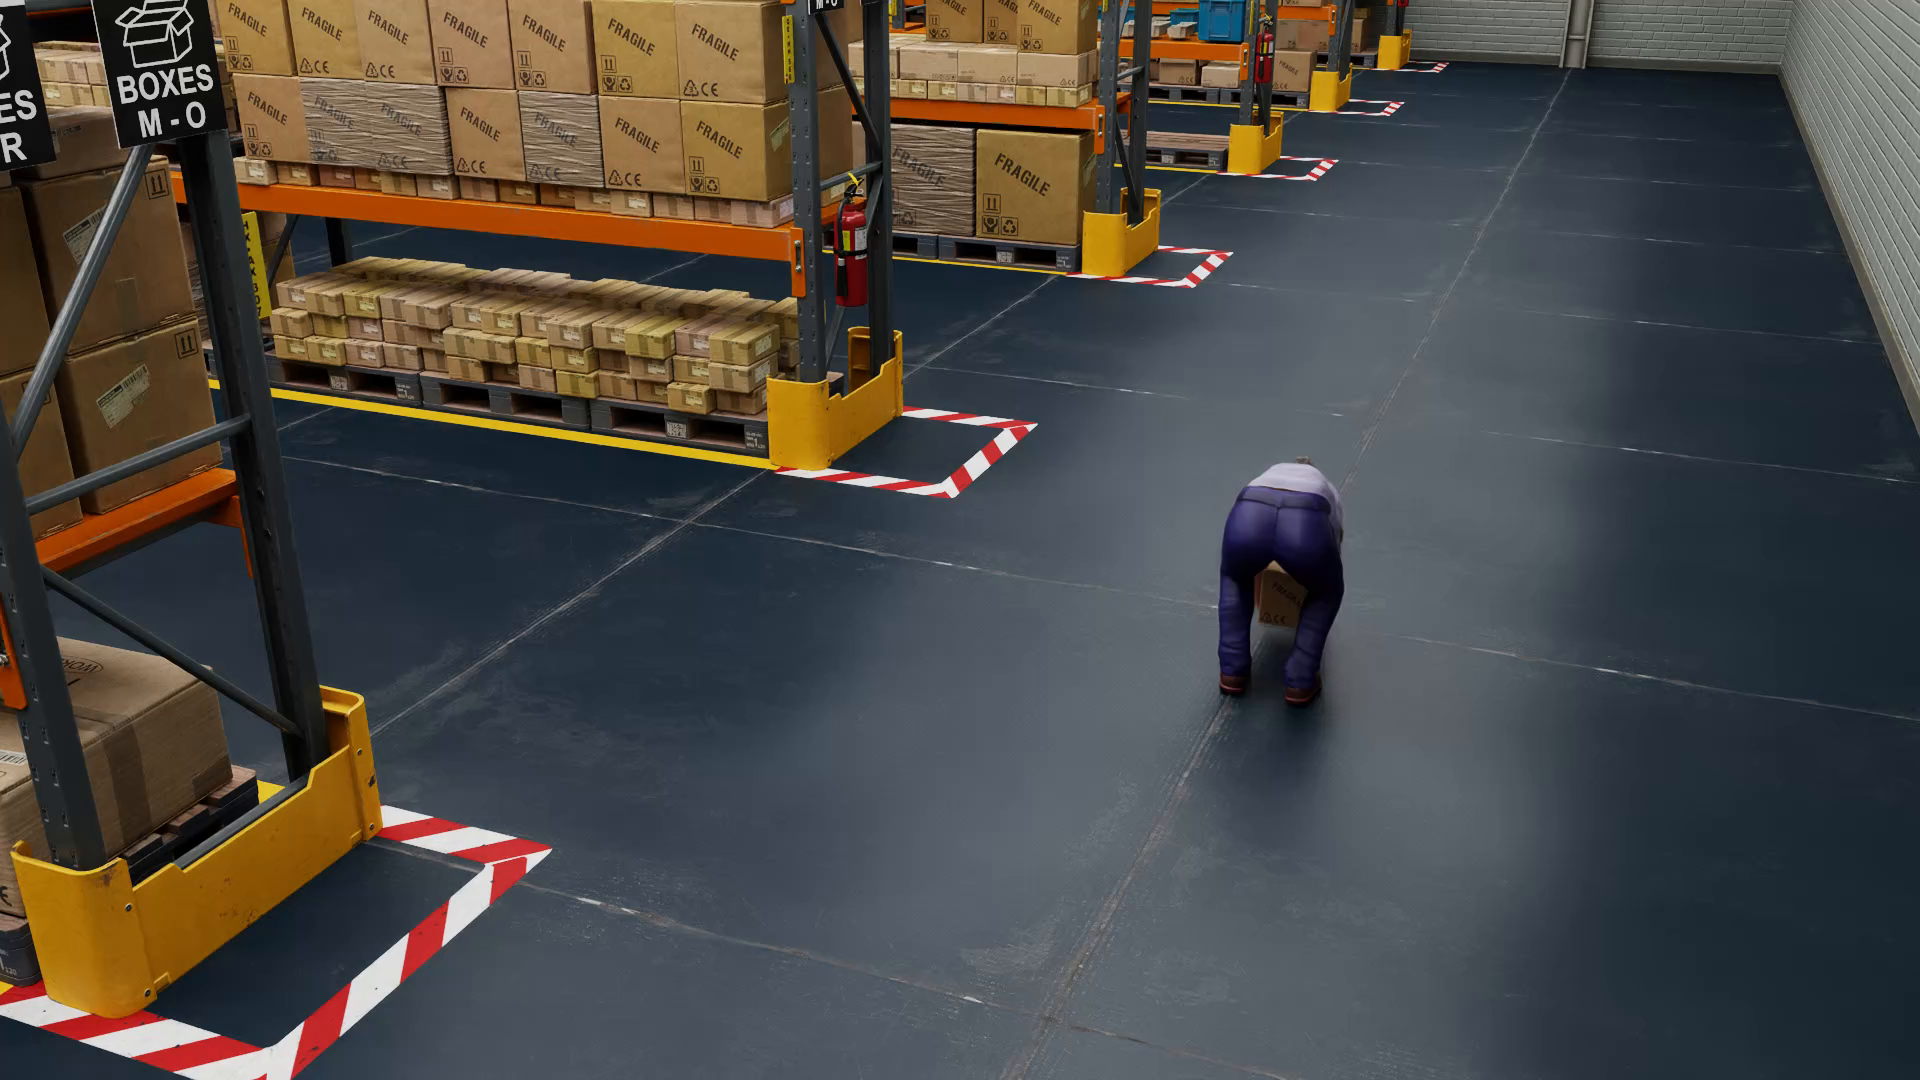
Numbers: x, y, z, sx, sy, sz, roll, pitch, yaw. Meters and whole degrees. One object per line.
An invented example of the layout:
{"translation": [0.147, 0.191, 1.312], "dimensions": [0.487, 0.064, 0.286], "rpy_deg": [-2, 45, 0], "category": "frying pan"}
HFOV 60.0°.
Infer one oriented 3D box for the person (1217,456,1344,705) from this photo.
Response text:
{"translation": [1.321, 0.112, 6.779], "dimensions": [0.505, 0.933, 0.905], "rpy_deg": [8, 24, 18], "category": "person"}
